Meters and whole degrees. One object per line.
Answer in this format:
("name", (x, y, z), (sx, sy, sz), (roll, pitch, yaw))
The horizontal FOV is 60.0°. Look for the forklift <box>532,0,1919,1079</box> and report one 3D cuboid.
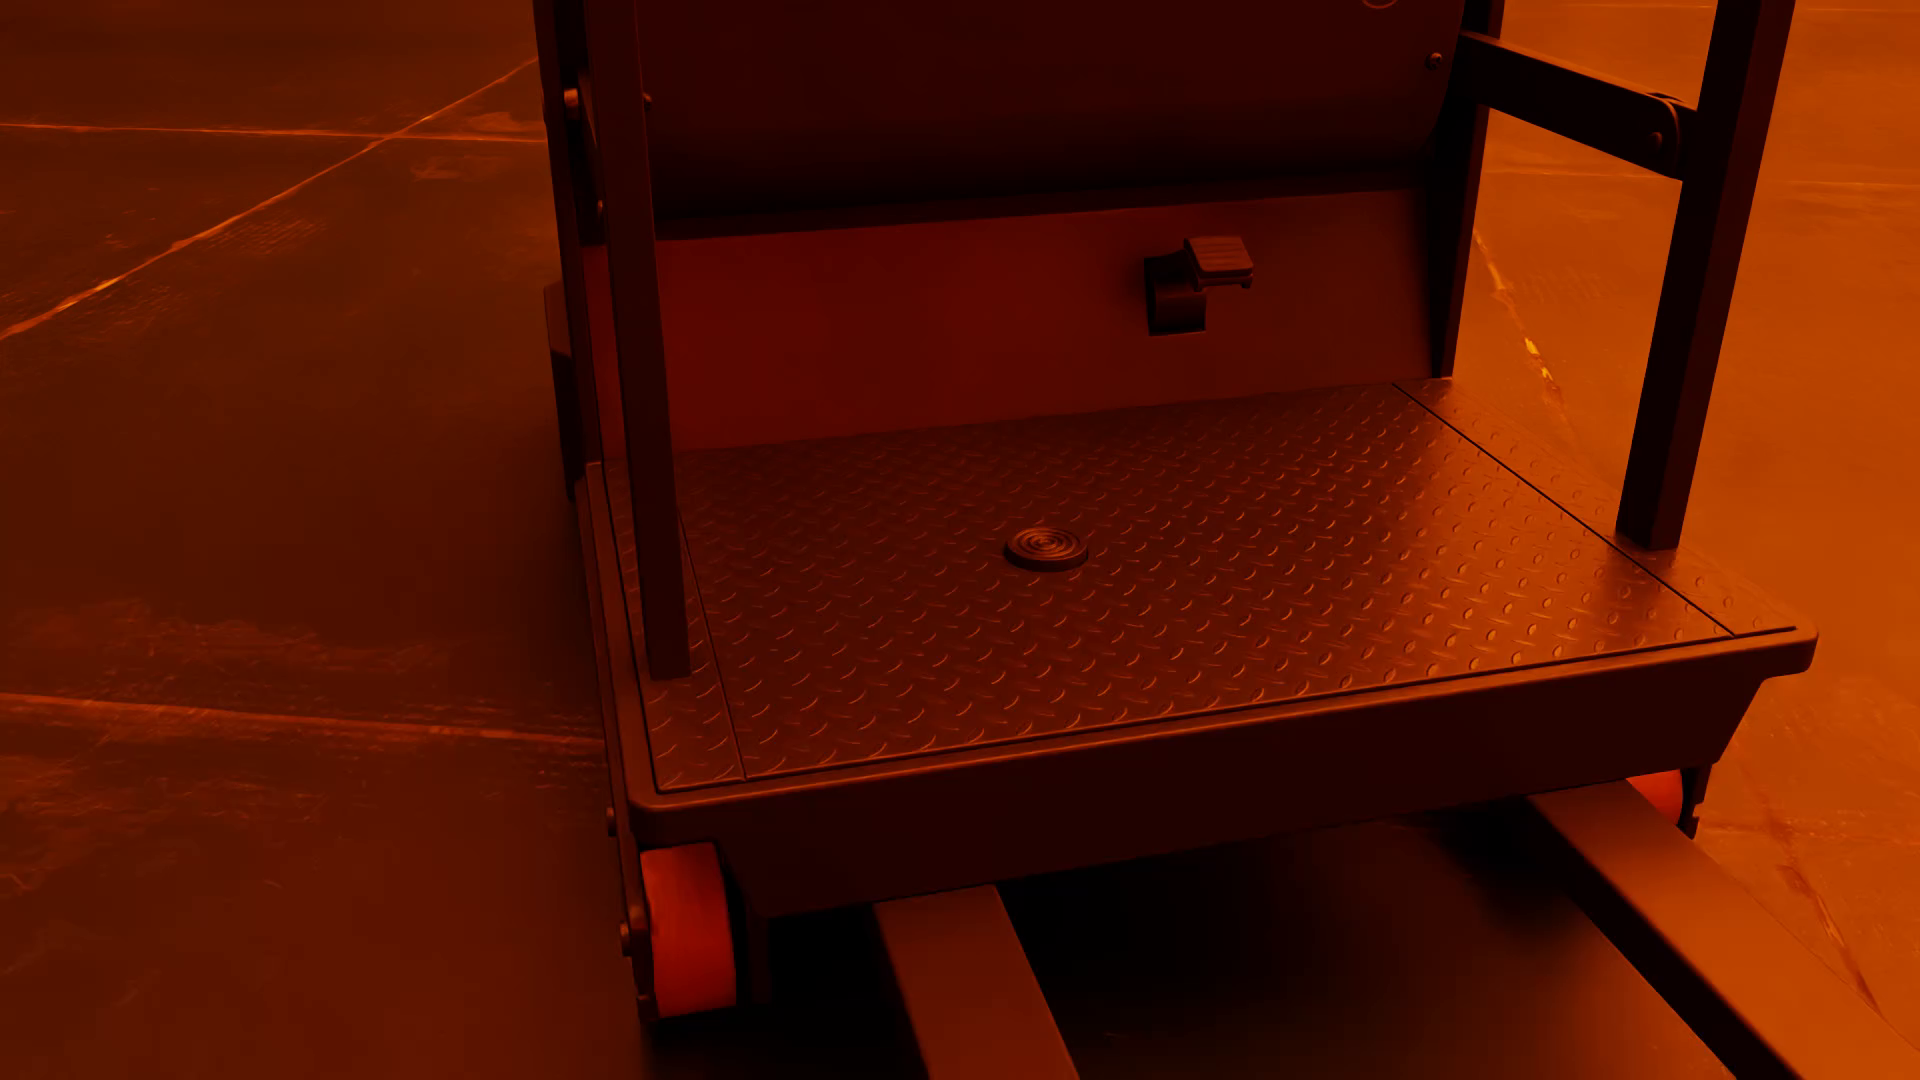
("forklift", (0.153, -1.049, 1.319), (1.130, 2.935, 3.031), (-7, 27, -13))
